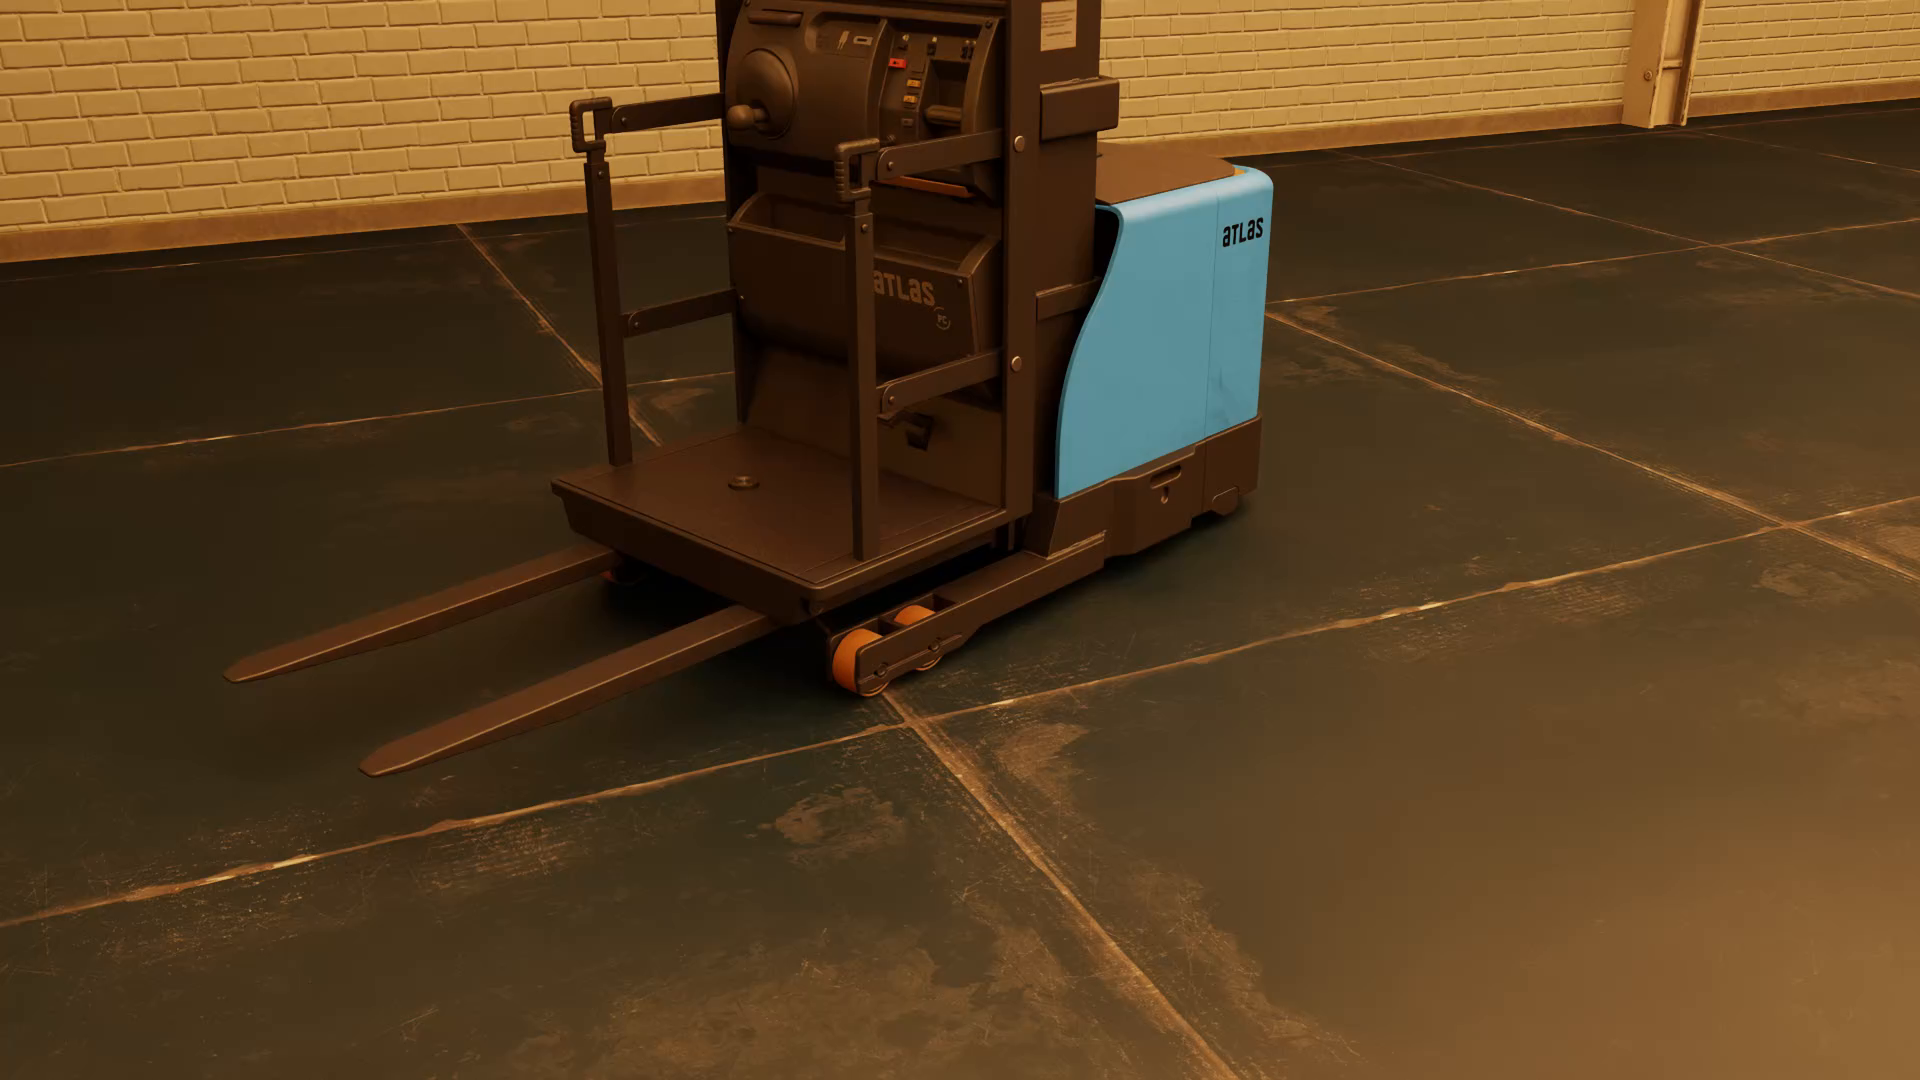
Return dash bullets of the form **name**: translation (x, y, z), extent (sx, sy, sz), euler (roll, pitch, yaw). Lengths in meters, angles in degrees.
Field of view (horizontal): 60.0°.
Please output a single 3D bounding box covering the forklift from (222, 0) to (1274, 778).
- **forklift**: translation (-0.413, -1.182, 4.131), extent (1.130, 2.935, 3.031), euler (19, 29, 39)
